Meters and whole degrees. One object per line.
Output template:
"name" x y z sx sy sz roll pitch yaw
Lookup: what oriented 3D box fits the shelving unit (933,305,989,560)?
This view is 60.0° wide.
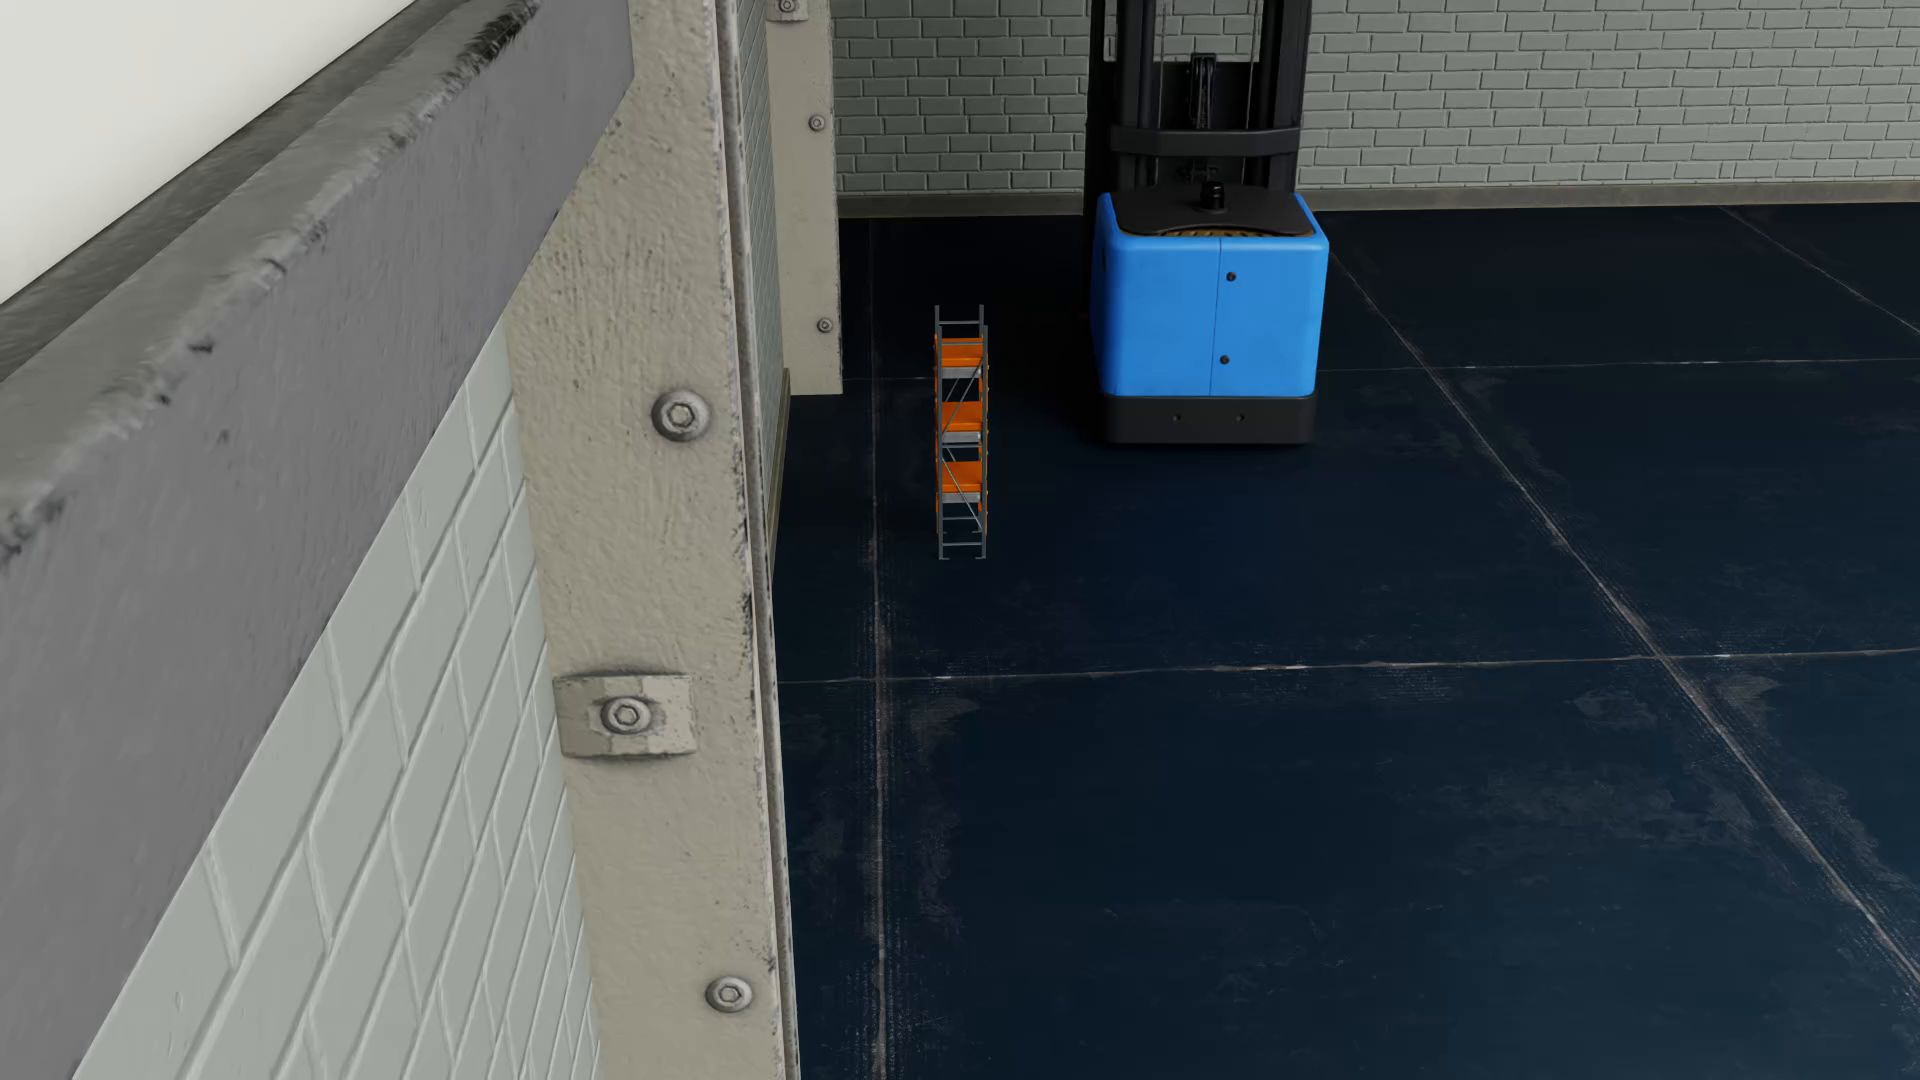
"shelving unit" 0.003 -0.441 6.960 0.215 1.050 0.252 -1 28 -3

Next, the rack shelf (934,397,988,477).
"rack shelf" 0.003 -0.431 6.965 0.215 0.259 0.240 -1 28 -3

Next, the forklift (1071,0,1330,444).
"forklift" 1.199 -2.398 8.678 1.130 2.935 3.031 0 28 1

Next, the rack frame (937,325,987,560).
"rack frame" 0.009 -0.384 6.852 0.200 1.050 0.008 -1 28 -3

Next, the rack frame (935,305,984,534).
"rack frame" -0.004 -0.497 7.068 0.200 1.050 0.008 -1 28 -3

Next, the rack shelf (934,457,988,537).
"rack shelf" 0.003 -0.185 7.093 0.215 0.259 0.240 -1 28 -3

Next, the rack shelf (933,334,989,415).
"rack shelf" 0.003 -0.683 6.834 0.215 0.259 0.240 -1 28 -3

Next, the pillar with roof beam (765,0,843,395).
"pillar with roof beam" 3.519 -4.948 7.006 9.100 9.000 0.400 -1 28 -3
